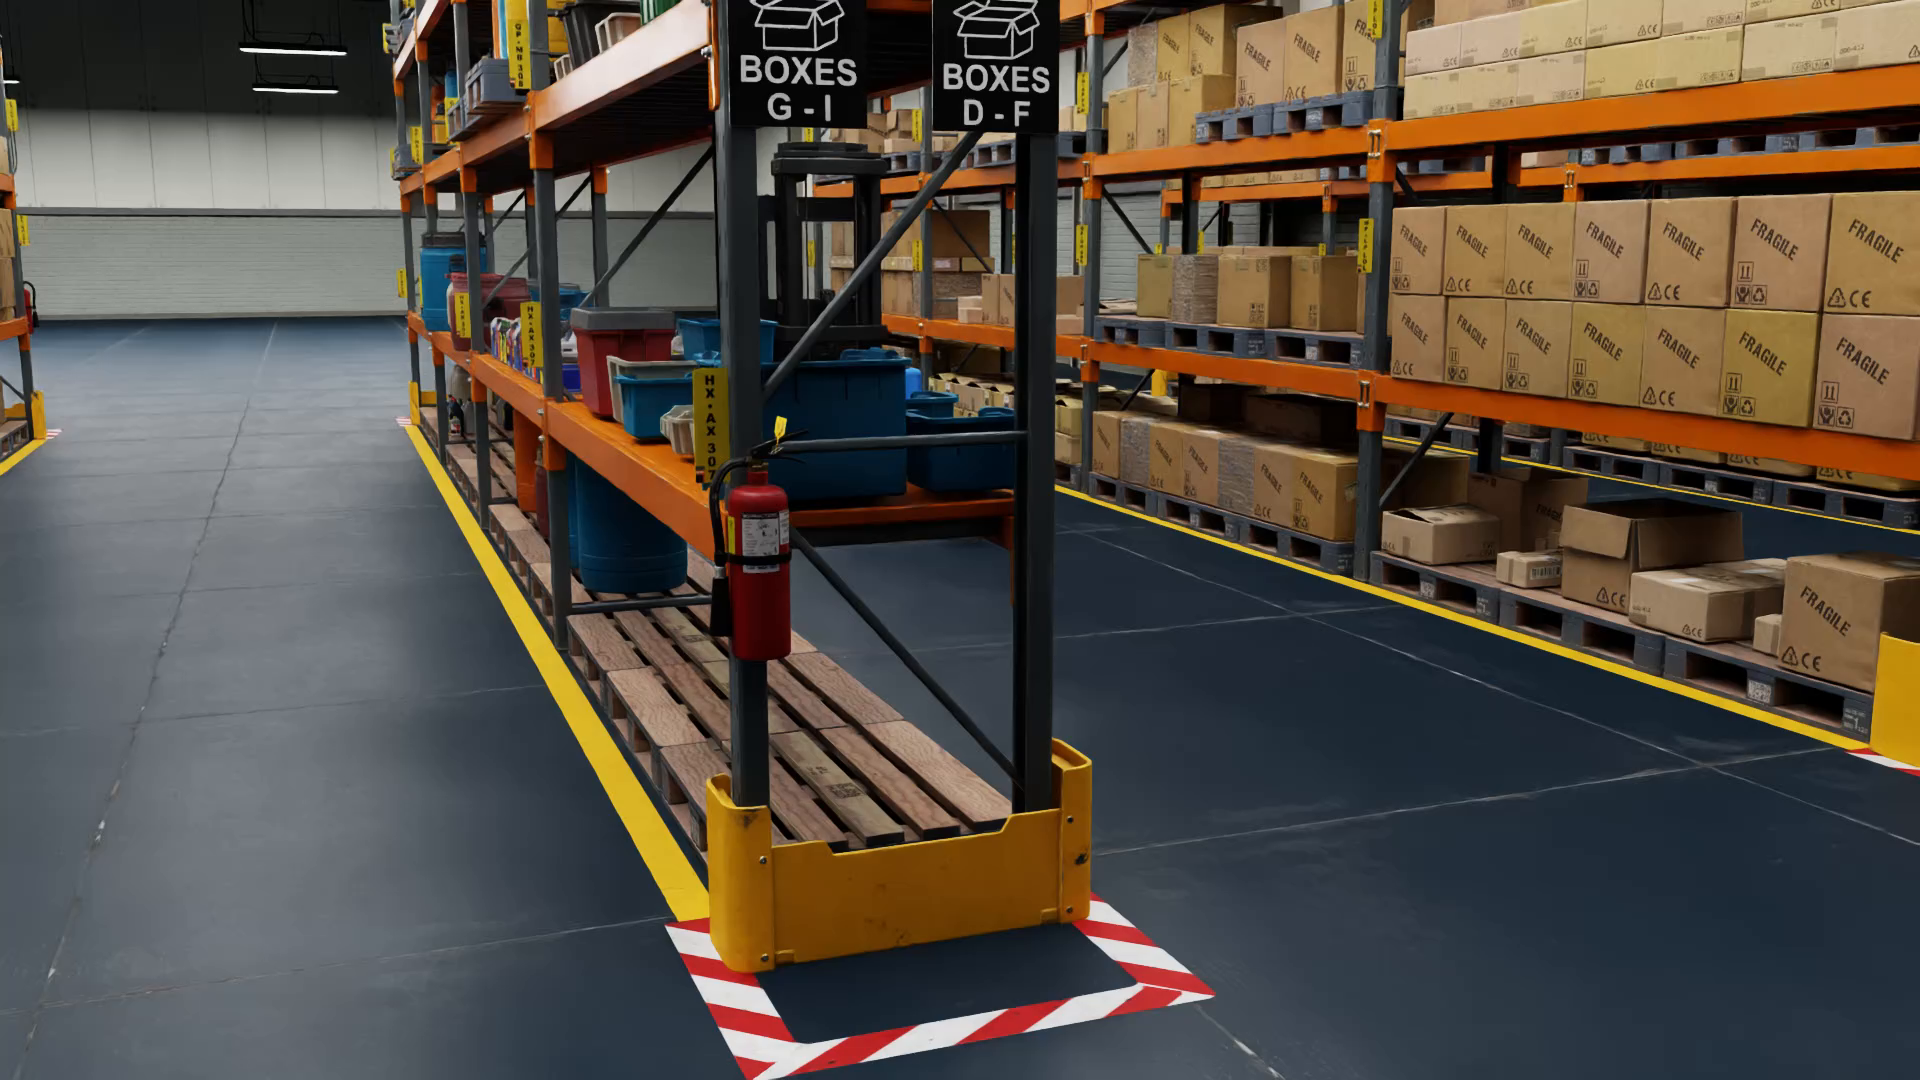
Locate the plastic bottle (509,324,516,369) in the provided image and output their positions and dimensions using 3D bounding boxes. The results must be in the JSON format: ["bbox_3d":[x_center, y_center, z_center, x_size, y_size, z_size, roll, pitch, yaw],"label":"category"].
[{"bbox_3d":[-2.865,-1.247,10.699,0.061,0.283,0.133,-4,11,-21],"label":"plastic bottle"}]

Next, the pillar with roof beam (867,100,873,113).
[{"bbox_3d":[-6.237,-9.081,37.276,9.100,9.000,0.548,-4,11,-21],"label":"pillar with roof beam"}]

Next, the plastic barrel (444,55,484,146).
[{"bbox_3d":[-4.807,-4.340,16.557,0.600,0.901,0.708,-4,11,-21],"label":"plastic barrel"}]

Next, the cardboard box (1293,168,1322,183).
[{"bbox_3d":[4.274,-4.472,19.587,0.500,0.500,0.500,-4,11,-19],"label":"cardboard box"}]

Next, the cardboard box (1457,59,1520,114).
[{"bbox_3d":[3.094,-2.474,9.127,0.500,0.250,0.500,-4,11,-21],"label":"cardboard box"}]

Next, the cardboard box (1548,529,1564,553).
[{"bbox_3d":[3.714,0.057,9.458,0.500,0.311,0.500,-4,11,-21],"label":"cardboard box"}]

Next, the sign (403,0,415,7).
[{"bbox_3d":[-5.062,-5.058,15.255,0.100,0.325,0.005,-4,11,-21],"label":"sign"}]

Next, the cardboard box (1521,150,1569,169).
[{"bbox_3d":[5.625,-3.759,16.120,0.500,0.311,0.500,-4,11,-21],"label":"cardboard box"}]

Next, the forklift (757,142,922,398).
[{"bbox_3d":[-1.329,-2.007,14.835,1.130,2.935,3.031,-4,11,-22],"label":"forklift"}]

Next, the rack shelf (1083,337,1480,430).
[{"bbox_3d":[2.247,-1.220,12.269,1.077,0.370,4.000,-4,11,-21],"label":"rack shelf"}]

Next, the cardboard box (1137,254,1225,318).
[{"bbox_3d":[1.855,-2.061,13.458,0.700,0.500,0.500,-9,13,-40],"label":"cardboard box"}]

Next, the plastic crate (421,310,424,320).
[{"bbox_3d":[-5.200,-2.330,16.880,0.499,0.251,0.616,-4,11,-21],"label":"plastic crate"}]

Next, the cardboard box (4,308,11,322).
[{"bbox_3d":[-10.087,-2.343,17.245,0.380,0.149,0.250,-4,11,-21],"label":"cardboard box"}]

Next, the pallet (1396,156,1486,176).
[{"bbox_3d":[5.191,-3.977,17.682,1.213,0.211,1.003,-4,11,-21],"label":"pallet"}]

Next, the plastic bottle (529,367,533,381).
[{"bbox_3d":[-2.455,-1.081,9.786,0.152,0.276,0.135,-4,11,-21],"label":"plastic bottle"}]

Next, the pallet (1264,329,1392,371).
[{"bbox_3d":[2.783,-1.291,11.160,1.003,0.211,1.213,-4,11,-21],"label":"pallet"}]

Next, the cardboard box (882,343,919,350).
[{"bbox_3d":[-0.655,-2.002,19.119,0.500,0.500,0.500,-4,11,-21],"label":"cardboard box"}]

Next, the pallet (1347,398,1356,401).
[{"bbox_3d":[4.412,-1.603,20.331,1.003,0.211,1.213,-4,11,-21],"label":"pallet"}]

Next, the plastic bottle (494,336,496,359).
[{"bbox_3d":[-3.189,-1.362,11.577,0.097,0.201,0.097,0,10,0],"label":"plastic bottle"}]

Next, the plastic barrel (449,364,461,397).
[{"bbox_3d":[-5.686,-1.772,19.223,0.421,0.512,0.421,0,10,0],"label":"plastic barrel"}]

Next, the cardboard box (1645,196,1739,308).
[{"bbox_3d":[3.627,-1.359,7.852,0.500,0.500,0.500,-4,11,-19],"label":"cardboard box"}]

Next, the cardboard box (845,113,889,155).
[{"bbox_3d":[-1.030,-4.720,19.441,0.500,0.500,0.500,-4,11,-21],"label":"cardboard box"}]

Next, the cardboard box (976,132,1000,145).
[{"bbox_3d":[0.488,-3.973,16.354,0.500,0.250,0.500,-5,11,-26],"label":"cardboard box"}]

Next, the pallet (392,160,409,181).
[{"bbox_3d":[-5.787,-4.136,18.579,1.003,0.211,1.213,-4,11,-21],"label":"pallet"}]

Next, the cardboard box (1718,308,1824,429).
[{"bbox_3d":[3.814,-0.785,7.481,0.500,0.500,0.500,-4,11,-20],"label":"cardboard box"}]

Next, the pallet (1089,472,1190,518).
[{"bbox_3d":[1.757,-0.404,13.587,1.003,0.211,1.213,-4,11,-21],"label":"pallet"}]

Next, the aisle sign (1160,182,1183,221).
[{"bbox_3d":[2.933,-4.794,22.885,0.394,0.787,0.004,-4,11,-21],"label":"aisle sign"}]

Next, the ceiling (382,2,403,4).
[{"bbox_3d":[-15.440,-16.265,51.968,6.000,0.001,6.000,-4,11,-21],"label":"ceiling"}]

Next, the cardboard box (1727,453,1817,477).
[{"bbox_3d":[6.905,-0.954,13.658,0.750,0.750,0.750,-4,11,-19],"label":"cardboard box"}]

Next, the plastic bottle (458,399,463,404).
[{"bbox_3d":[-5.191,-1.324,17.297,0.061,0.283,0.133,-4,11,-21],"label":"plastic bottle"}]

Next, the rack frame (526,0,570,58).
[{"bbox_3d":[-1.647,-3.888,8.082,1.000,3.000,0.127,-4,11,-21],"label":"rack frame"}]

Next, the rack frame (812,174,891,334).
[{"bbox_3d":[-1.377,-3.207,21.383,1.000,3.000,0.127,-4,11,-21],"label":"rack frame"}]

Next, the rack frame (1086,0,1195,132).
[{"bbox_3d":[1.522,-4.855,13.516,1.000,3.000,0.127,-4,11,-21],"label":"rack frame"}]

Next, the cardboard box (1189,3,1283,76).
[{"bbox_3d":[2.044,-3.681,12.344,0.500,0.500,0.500,-4,11,-21],"label":"cardboard box"}]

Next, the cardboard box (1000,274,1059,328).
[{"bbox_3d":[0.708,-2.309,16.050,0.500,0.500,0.500,-4,11,-21],"label":"cardboard box"}]

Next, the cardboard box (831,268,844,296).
[{"bbox_3d":[-1.220,-3.179,20.941,0.700,0.500,0.500,-4,11,-21],"label":"cardboard box"}]

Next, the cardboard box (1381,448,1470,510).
[{"bbox_3d":[3.023,-0.328,11.082,0.500,0.500,0.500,-4,11,-23],"label":"cardboard box"}]

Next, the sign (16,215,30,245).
[{"bbox_3d":[-10.087,-3.336,17.902,0.100,0.325,0.005,-4,11,-21],"label":"sign"}]

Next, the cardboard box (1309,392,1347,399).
[{"bbox_3d":[4.466,-1.776,20.173,0.380,0.166,0.250,-6,11,-28],"label":"cardboard box"}]

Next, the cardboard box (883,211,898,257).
[{"bbox_3d":[-0.460,-3.478,18.918,0.700,0.500,0.500,-4,11,-21],"label":"cardboard box"}]

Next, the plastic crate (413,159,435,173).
[{"bbox_3d":[-5.504,-3.823,17.037,0.243,0.136,0.396,-4,11,-21],"label":"plastic crate"}]

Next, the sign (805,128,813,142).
[{"bbox_3d":[-1.897,-5.119,20.844,0.100,0.325,0.005,-4,11,-21],"label":"sign"}]

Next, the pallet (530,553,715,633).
[{"bbox_3d":[-1.888,0.310,9.574,1.003,0.211,1.213,-4,11,-21],"label":"pallet"}]

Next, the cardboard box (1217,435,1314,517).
[{"bbox_3d":[2.173,-0.459,11.819,0.500,0.500,0.500,-4,11,-20],"label":"cardboard box"}]

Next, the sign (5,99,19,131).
[{"bbox_3d":[-10.087,-4.523,17.691,0.100,0.325,0.005,-4,11,-21],"label":"sign"}]

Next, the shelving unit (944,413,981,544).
[{"bbox_3d":[0.003,-0.442,11.834,0.258,0.900,0.210,-4,11,-21],"label":"shelving unit"}]

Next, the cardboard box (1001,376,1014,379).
[{"bbox_3d":[0.681,-1.550,17.123,0.500,0.311,0.500,-4,11,-19],"label":"cardboard box"}]

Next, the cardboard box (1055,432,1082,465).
[{"bbox_3d":[1.104,-0.824,14.641,0.500,0.250,0.500,-4,11,-20],"label":"cardboard box"}]

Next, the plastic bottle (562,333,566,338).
[{"bbox_3d":[-2.345,-1.090,9.848,0.097,0.271,0.097,0,10,0],"label":"plastic bottle"}]

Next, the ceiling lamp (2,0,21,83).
[{"bbox_3d":[-23.217,-12.327,38.859,2.000,3.185,0.800,-4,11,-21],"label":"ceiling lamp"}]

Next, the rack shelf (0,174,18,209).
[{"bbox_3d":[-9.887,-3.375,15.817,1.077,0.370,4.000,-4,11,-21],"label":"rack shelf"}]

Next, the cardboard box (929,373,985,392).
[{"bbox_3d":[-0.010,-1.600,17.399,0.500,0.311,0.500,-4,11,-21],"label":"cardboard box"}]

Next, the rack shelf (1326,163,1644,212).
[{"bbox_3d":[5.413,-3.665,17.448,1.077,0.370,4.000,-4,11,-21],"label":"rack shelf"}]

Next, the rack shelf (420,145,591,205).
[{"bbox_3d":[-3.821,-3.036,13.913,1.077,0.370,4.000,-4,11,-21],"label":"rack shelf"}]

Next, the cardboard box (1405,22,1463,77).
[{"bbox_3d":[2.916,-2.802,9.543,0.500,0.250,0.500,-4,11,-21],"label":"cardboard box"}]

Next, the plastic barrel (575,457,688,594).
[{"bbox_3d":[-1.828,-0.198,9.260,0.600,0.901,0.708,-4,11,-21],"label":"plastic barrel"}]
